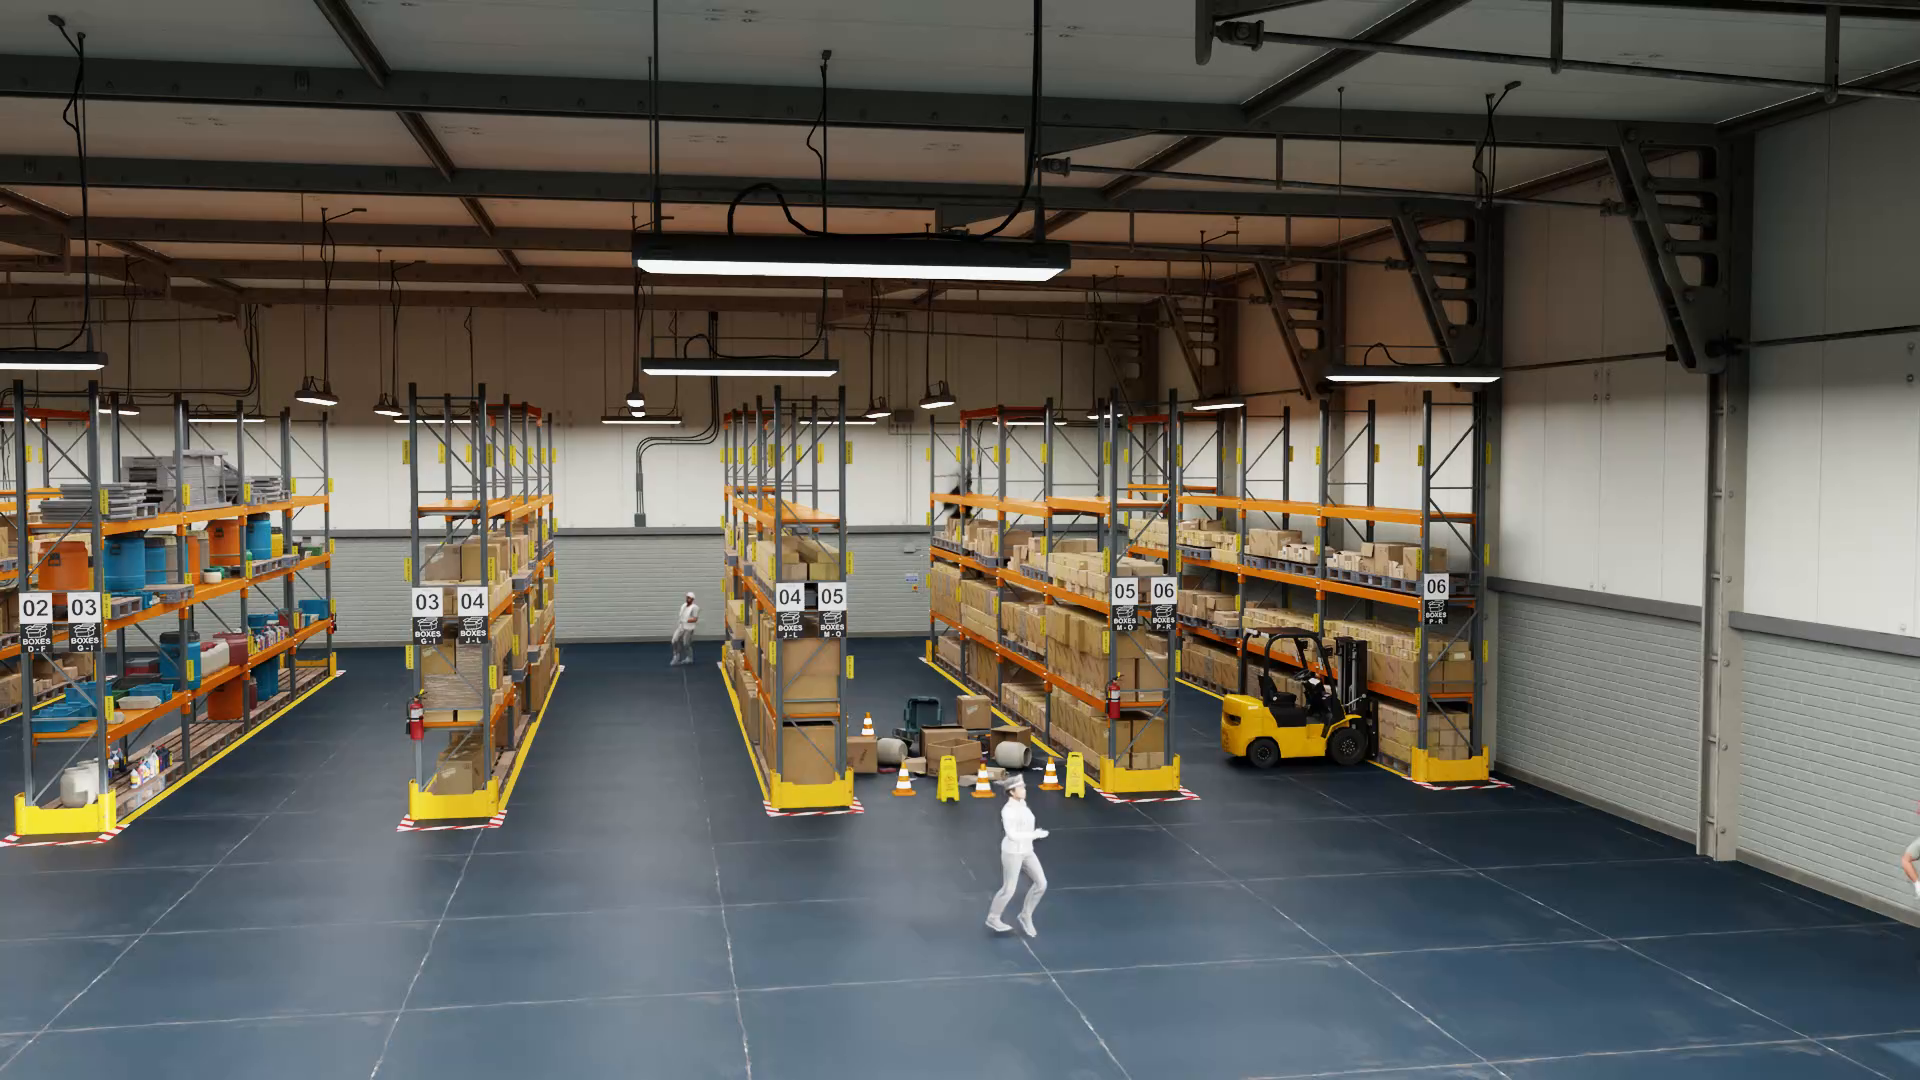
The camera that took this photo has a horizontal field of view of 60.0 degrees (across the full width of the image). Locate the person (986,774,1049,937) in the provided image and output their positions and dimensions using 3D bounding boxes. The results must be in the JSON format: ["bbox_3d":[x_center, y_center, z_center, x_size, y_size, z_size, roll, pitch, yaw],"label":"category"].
[{"bbox_3d":[0.611,3.282,17.294,0.703,1.725,0.579,2,3,30],"label":"person"}]

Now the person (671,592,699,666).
[{"bbox_3d":[-6.507,2.108,39.579,0.701,1.741,0.683,2,3,32],"label":"person"}]

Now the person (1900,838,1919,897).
[{"bbox_3d":[9.224,3.330,15.461,0.641,1.739,0.610,-1,3,-18],"label":"person"}]
